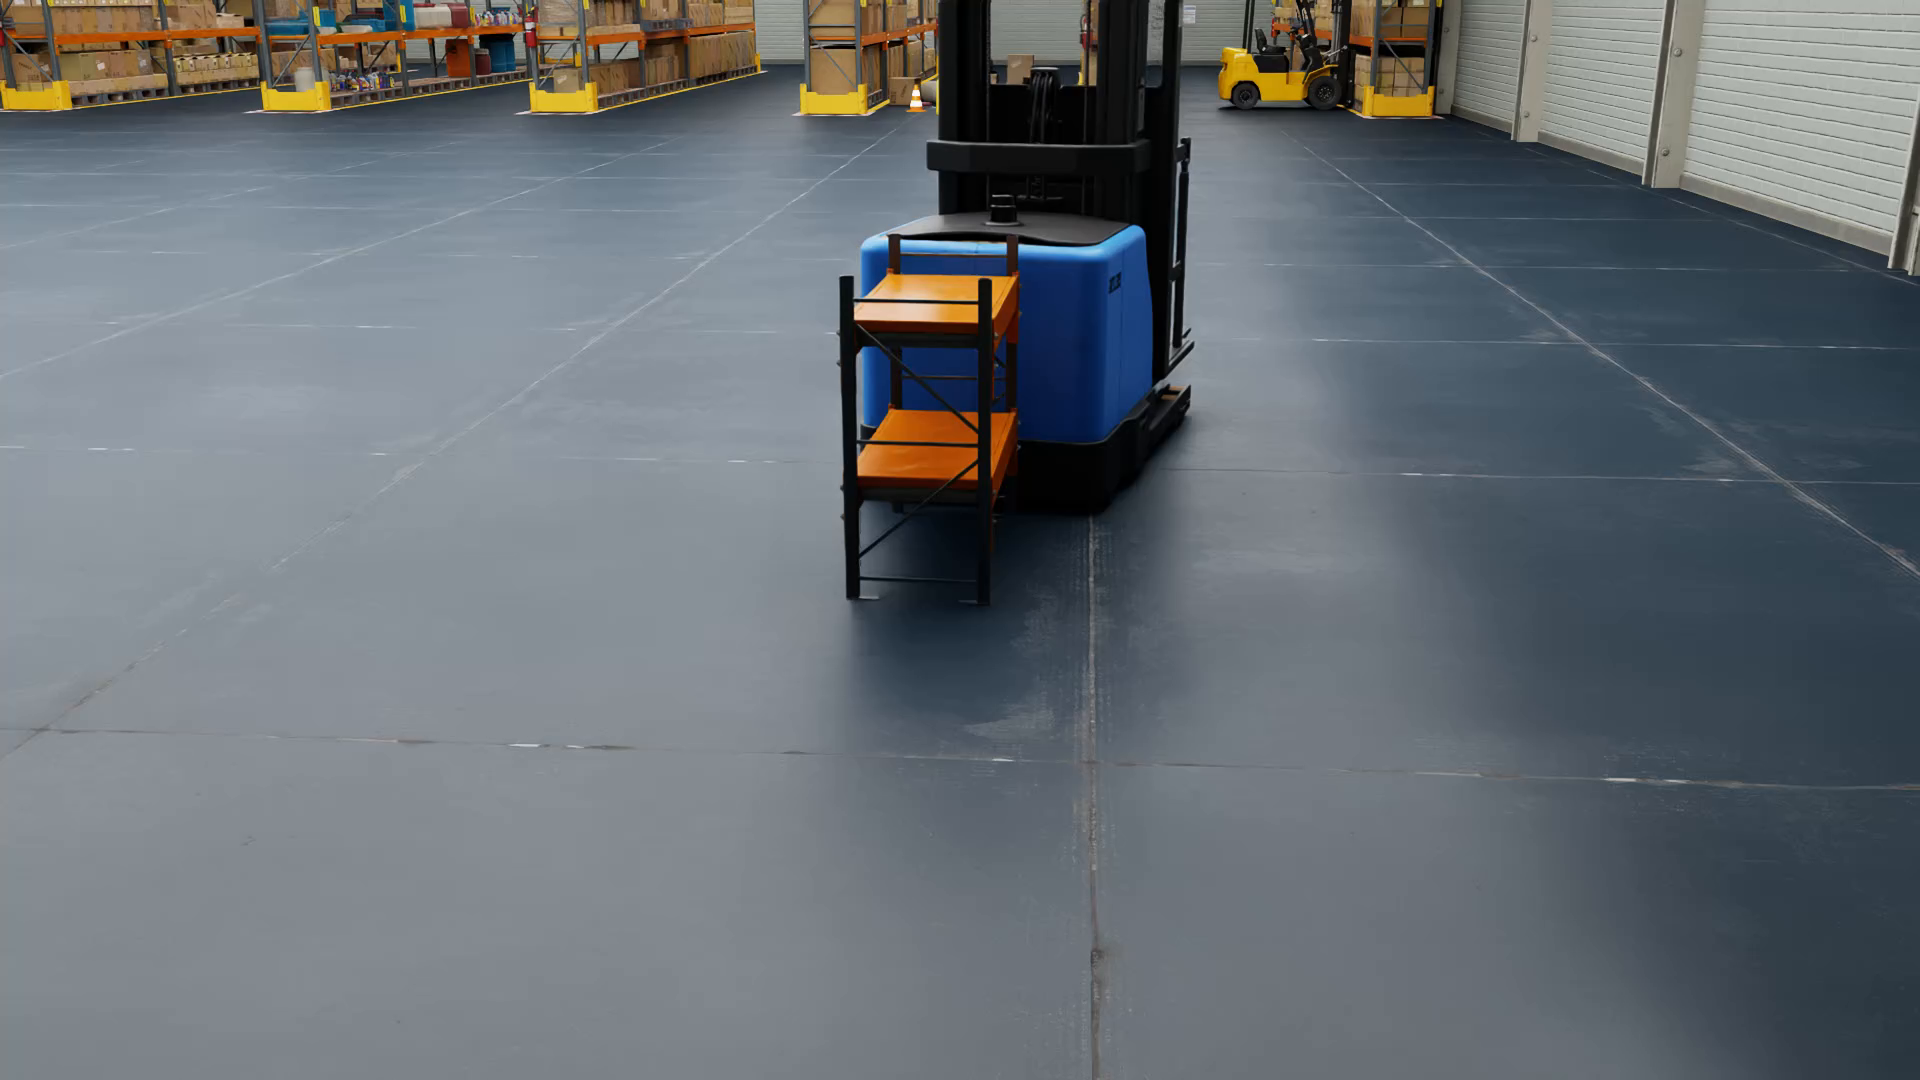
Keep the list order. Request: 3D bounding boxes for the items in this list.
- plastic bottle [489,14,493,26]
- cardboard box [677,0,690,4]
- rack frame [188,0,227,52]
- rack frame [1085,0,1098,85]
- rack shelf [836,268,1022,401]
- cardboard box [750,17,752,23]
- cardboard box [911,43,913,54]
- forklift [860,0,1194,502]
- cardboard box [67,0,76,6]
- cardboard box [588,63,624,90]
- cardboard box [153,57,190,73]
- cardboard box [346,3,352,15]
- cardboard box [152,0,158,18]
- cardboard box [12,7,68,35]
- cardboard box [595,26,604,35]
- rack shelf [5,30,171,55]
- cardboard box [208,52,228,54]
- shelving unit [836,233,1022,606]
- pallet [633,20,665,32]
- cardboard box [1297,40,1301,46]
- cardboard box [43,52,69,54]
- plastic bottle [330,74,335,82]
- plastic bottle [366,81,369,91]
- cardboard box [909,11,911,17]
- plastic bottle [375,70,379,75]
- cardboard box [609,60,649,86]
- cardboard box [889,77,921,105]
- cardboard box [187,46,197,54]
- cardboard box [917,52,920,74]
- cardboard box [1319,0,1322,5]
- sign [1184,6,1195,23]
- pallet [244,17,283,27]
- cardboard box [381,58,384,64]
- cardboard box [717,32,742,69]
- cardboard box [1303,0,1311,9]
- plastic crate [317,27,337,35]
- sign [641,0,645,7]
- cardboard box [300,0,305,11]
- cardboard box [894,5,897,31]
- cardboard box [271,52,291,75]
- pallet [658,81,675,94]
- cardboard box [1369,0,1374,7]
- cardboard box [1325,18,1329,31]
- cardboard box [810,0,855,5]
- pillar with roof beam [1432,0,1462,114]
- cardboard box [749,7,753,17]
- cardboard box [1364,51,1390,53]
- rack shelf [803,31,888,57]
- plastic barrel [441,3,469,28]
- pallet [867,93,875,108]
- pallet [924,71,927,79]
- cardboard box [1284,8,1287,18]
[{"bbox_3d":[-11.080,-12.249,39.196,0.097,0.271,0.097,0,18,0],"label":"plastic bottle"},{"bbox_3d":[-6.543,-12.430,37.768,0.797,0.503,0.637,2,18,6],"label":"cardboard box"},{"bbox_3d":[-20.860,-14.495,45.843,1.000,3.000,0.127,1,18,4],"label":"rack frame"},{"bbox_3d":[2.700,-8.973,28.990,1.000,3.000,0.127,1,18,4],"label":"rack frame"},{"bbox_3d":[-0.085,-0.757,5.986,0.538,0.278,1.000,2,18,6],"label":"rack shelf"},{"bbox_3d":[-5.752,-13.845,44.263,0.380,0.149,0.250,1,18,4],"label":"cardboard box"},{"bbox_3d":[-1.344,-11.271,38.139,0.500,0.250,0.500,1,18,3],"label":"cardboard box"},{"bbox_3d":[0.515,-1.967,7.719,1.130,2.935,3.031,6,19,17],"label":"forklift"},{"bbox_3d":[-16.787,-10.049,31.071,0.380,0.149,0.250,1,18,4],"label":"cardboard box"},{"bbox_3d":[-7.000,-9.147,32.860,0.500,0.500,0.500,7,20,21],"label":"cardboard box"},{"bbox_3d":[-16.501,-9.941,34.785,0.500,0.311,0.500,1,18,4],"label":"cardboard box"},{"bbox_3d":[-15.863,-13.502,42.652,0.500,0.500,0.500,2,18,5],"label":"cardboard box"},{"bbox_3d":[-21.091,-13.563,42.518,0.980,0.700,0.700,2,18,5],"label":"cardboard box"},{"bbox_3d":[-17.019,-9.609,30.769,0.700,0.500,0.500,1,18,4],"label":"cardboard box"},{"bbox_3d":[-6.835,-9.468,30.904,0.380,0.149,0.250,1,18,4],"label":"cardboard box"},{"bbox_3d":[-16.922,-9.696,32.351,1.077,0.370,4.000,1,18,4],"label":"rack shelf"},{"bbox_3d":[-16.822,-10.904,37.725,0.500,0.311,0.500,2,18,6],"label":"cardboard box"},{"bbox_3d":[-0.085,-0.479,6.077,0.538,1.125,1.048,2,18,6],"label":"shelving unit"},{"bbox_3d":[-6.698,-10.579,34.201,1.003,0.211,1.213,1,18,4],"label":"pallet"},{"bbox_3d":[8.249,-11.864,39.634,0.380,0.149,0.250,0,18,1],"label":"cardboard box"},{"bbox_3d":[-17.267,-9.150,32.067,0.500,0.500,0.500,1,18,4],"label":"cardboard box"},{"bbox_3d":[-12.367,-9.007,32.643,0.144,0.351,0.185,2,18,6],"label":"plastic bottle"},{"bbox_3d":[-11.645,-8.908,32.580,0.097,0.201,0.097,0,18,0],"label":"plastic bottle"},{"bbox_3d":[-1.345,-12.163,38.455,0.380,0.149,0.250,2,18,5],"label":"cardboard box"},{"bbox_3d":[-11.741,-9.294,33.517,0.144,0.351,0.185,1,18,4],"label":"plastic bottle"},{"bbox_3d":[-6.833,-9.648,34.357,0.700,0.500,0.500,0,18,0],"label":"cardboard box"},{"bbox_3d":[-1.046,-8.603,31.870,0.500,0.500,0.500,4,19,13],"label":"cardboard box"},{"bbox_3d":[-20.881,-12.976,44.545,0.700,0.500,0.500,1,18,2],"label":"cardboard box"},{"bbox_3d":[-1.224,-11.396,39.724,0.500,0.500,0.500,1,18,3],"label":"cardboard box"},{"bbox_3d":[7.890,-11.528,35.586,0.380,0.149,0.250,2,18,5],"label":"cardboard box"},{"bbox_3d":[6.820,-15.610,49.397,0.329,0.494,0.001,1,18,4],"label":"sign"},{"bbox_3d":[-16.513,-12.022,38.603,1.213,0.211,1.003,1,18,4],"label":"pallet"},{"bbox_3d":[-15.830,-12.950,44.971,0.380,0.166,0.250,1,18,4],"label":"cardboard box"},{"bbox_3d":[-6.133,-12.594,42.777,0.875,0.875,0.875,1,18,4],"label":"cardboard box"},{"bbox_3d":[8.157,-12.108,37.716,0.797,0.503,0.637,1,18,3],"label":"cardboard box"},{"bbox_3d":[-11.740,-9.450,30.870,0.298,0.136,0.250,1,18,4],"label":"plastic crate"},{"bbox_3d":[-6.356,-10.838,33.292,0.100,0.325,0.005,1,18,4],"label":"sign"},{"bbox_3d":[-16.448,-13.033,40.546,0.700,0.500,0.500,4,19,13],"label":"cardboard box"},{"bbox_3d":[-1.578,-10.811,34.439,0.500,0.500,0.500,1,18,4],"label":"cardboard box"},{"bbox_3d":[-16.142,-11.220,39.155,0.500,0.500,0.500,1,18,2],"label":"cardboard box"},{"bbox_3d":[-6.759,-9.733,35.788,1.003,0.211,1.213,1,18,4],"label":"pallet"},{"bbox_3d":[7.385,-9.413,29.130,0.380,0.149,0.250,2,18,5],"label":"cardboard box"},{"bbox_3d":[7.839,-10.667,34.401,0.500,0.250,0.500,2,18,6],"label":"cardboard box"},{"bbox_3d":[-2.180,-9.751,29.389,0.875,0.550,0.550,1,18,4],"label":"cardboard box"},{"bbox_3d":[4.306,-12.006,28.613,9.100,9.000,0.400,1,18,4],"label":"pillar with roof beam"},{"bbox_3d":[-5.808,-14.077,44.330,0.500,0.250,0.500,1,18,3],"label":"cardboard box"},{"bbox_3d":[8.095,-9.316,32.174,0.500,0.250,0.500,2,18,5],"label":"cardboard box"},{"bbox_3d":[-2.102,-9.331,31.239,1.077,0.370,4.000,1,18,4],"label":"rack shelf"},{"bbox_3d":[-11.283,-11.703,37.103,0.600,0.536,0.708,1,18,4],"label":"plastic barrel"},{"bbox_3d":[-2.175,-8.355,31.582,1.003,0.211,1.213,1,18,4],"label":"pallet"},{"bbox_3d":[-1.372,-11.663,41.678,1.003,0.211,1.213,1,18,4],"label":"pallet"},{"bbox_3d":[8.374,-13.134,41.453,0.500,0.250,0.500,1,18,4],"label":"cardboard box"}]
